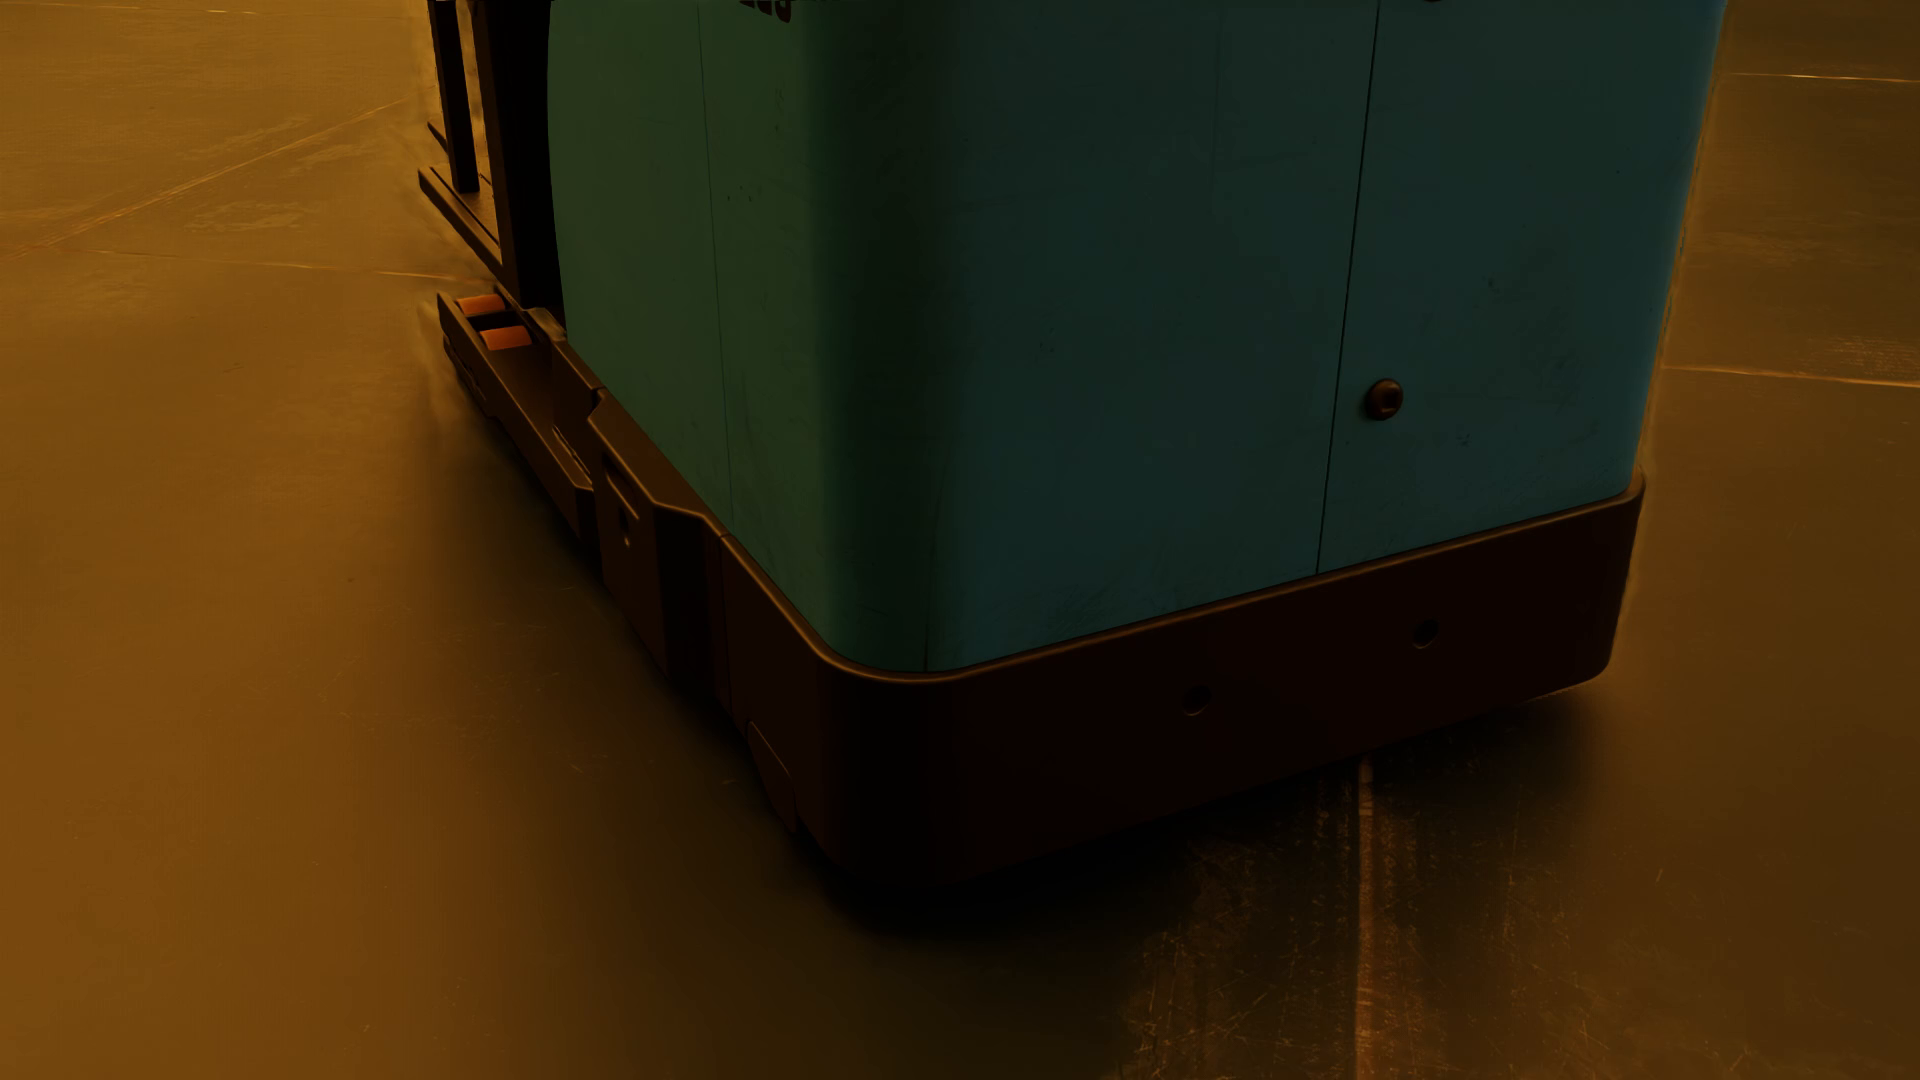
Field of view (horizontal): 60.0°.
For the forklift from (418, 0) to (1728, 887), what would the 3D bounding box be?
[{"bbox_3d":[-0.305,-1.597,2.411,1.130,2.935,3.031,-13,29,-24],"label":"forklift"}]
